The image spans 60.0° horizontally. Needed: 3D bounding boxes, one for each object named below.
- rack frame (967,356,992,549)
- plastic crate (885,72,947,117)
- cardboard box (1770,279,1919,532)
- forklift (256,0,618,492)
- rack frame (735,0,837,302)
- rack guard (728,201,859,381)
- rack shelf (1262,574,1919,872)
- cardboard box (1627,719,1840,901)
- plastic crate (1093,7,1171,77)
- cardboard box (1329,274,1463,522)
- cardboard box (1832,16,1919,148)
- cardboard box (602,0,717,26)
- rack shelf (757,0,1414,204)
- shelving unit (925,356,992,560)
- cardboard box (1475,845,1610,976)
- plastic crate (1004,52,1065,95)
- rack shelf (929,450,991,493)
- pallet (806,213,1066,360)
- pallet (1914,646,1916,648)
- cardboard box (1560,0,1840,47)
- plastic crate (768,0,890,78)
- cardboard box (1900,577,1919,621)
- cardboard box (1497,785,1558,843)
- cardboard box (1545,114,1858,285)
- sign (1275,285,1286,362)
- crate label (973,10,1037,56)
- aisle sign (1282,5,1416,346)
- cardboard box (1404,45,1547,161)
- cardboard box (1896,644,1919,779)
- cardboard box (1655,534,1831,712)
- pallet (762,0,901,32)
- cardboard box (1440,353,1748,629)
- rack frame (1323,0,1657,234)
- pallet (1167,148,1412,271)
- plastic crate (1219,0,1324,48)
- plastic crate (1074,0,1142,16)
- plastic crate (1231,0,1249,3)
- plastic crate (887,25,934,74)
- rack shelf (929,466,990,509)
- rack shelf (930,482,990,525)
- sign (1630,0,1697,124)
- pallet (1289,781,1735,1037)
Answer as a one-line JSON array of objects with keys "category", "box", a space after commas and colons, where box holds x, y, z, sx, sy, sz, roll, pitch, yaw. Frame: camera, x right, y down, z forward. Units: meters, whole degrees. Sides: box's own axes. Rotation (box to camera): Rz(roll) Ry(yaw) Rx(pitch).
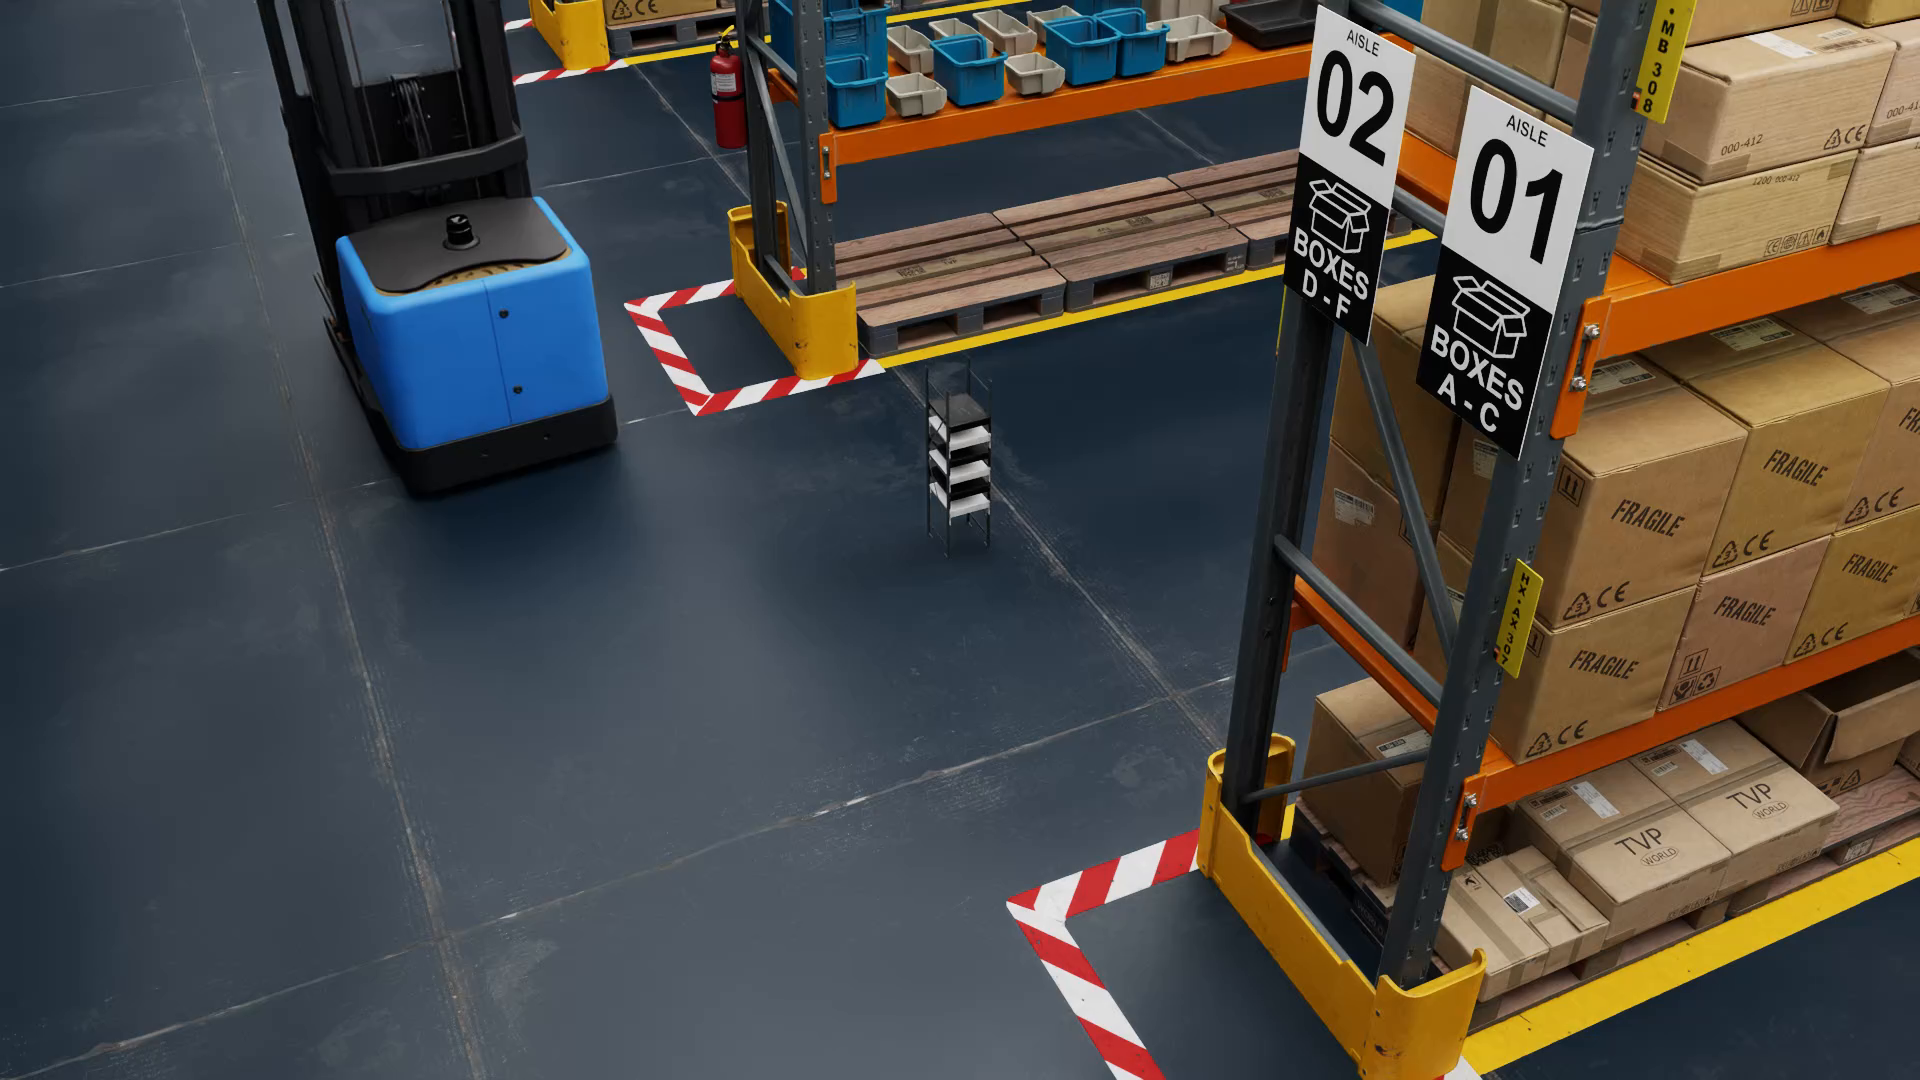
[{"category": "rack frame", "box": [0.085, -0.385, 7.514, 0.006, 0.900, 0.240, -16, 39, -20]}, {"category": "plastic crate", "box": [-0.226, -2.256, 8.444, 0.298, 0.136, 0.250, -16, 39, -20]}, {"category": "cardboard box", "box": [2.625, -0.416, 4.870, 0.500, 0.500, 0.500, -15, 39, -19]}, {"category": "forklift", "box": [-2.854, -2.266, 8.345, 1.130, 2.935, 3.031, -18, 40, -22]}, {"category": "rack frame", "box": [-0.915, -2.416, 8.489, 0.127, 3.000, 1.000, -16, 39, -20]}, {"category": "rack guard", "box": [-0.932, -1.399, 9.216, 0.348, 0.500, 1.175, -16, 39, -20]}, {"category": "rack shelf", "box": [2.996, 0.039, 5.783, 4.000, 0.370, 1.077, -16, 39, -20]}, {"category": "cardboard box", "box": [2.704, 0.946, 5.895, 0.500, 0.250, 0.500, -16, 39, -20]}, {"category": "plastic crate", "box": [0.912, -2.667, 8.918, 0.300, 0.233, 0.416, -16, 39, -20]}, {"category": "cardboard box", "box": [1.472, -0.446, 4.911, 0.500, 0.500, 0.500, -16, 39, -20]}, {"category": "cardboard box", "box": [2.217, -1.201, 4.040, 0.500, 0.250, 0.500, -16, 39, -20]}, {"category": "cardboard box", "box": [-2.474, -4.607, 12.875, 0.875, 0.875, 0.875, -16, 39, -20]}, {"category": "rack shelf", "box": [0.895, -2.633, 9.386, 4.000, 0.370, 1.077, -16, 39, -20]}, {"category": "shelving unit", "box": [-0.007, -0.359, 7.479, 0.210, 0.900, 0.258, -16, 39, -20]}, {"category": "cardboard box", "box": [1.937, 1.234, 5.578, 0.250, 0.166, 0.380, -16, 39, -20]}, {"category": "plastic crate", "box": [0.388, -2.427, 8.676, 0.298, 0.136, 0.250, -16, 39, -20]}, {"category": "rack shelf", "box": [-0.007, -0.333, 7.499, 0.200, 0.077, 0.258, -16, 39, -20]}, {"category": "pallet", "box": [-0.152, -1.484, 9.573, 1.213, 0.211, 1.003, -16, 39, -20]}, {"category": "pallet", "box": [4.185, 0.537, 6.849, 1.213, 0.211, 1.003, -16, 39, -20]}, {"category": "cardboard box", "box": [1.644, -1.529, 3.852, 0.500, 0.500, 0.700, -16, 39, -20]}, {"category": "plastic crate", "box": [-0.692, -2.640, 8.711, 0.499, 0.435, 0.616, -16, 39, -20]}, {"category": "cardboard box", "box": [3.073, -0.138, 5.335, 0.500, 0.500, 0.500, -15, 39, -19]}, {"category": "cardboard box", "box": [1.978, 0.893, 6.037, 0.250, 0.166, 0.380, -16, 39, -20]}, {"category": "cardboard box", "box": [1.759, -0.881, 4.028, 0.500, 0.250, 0.500, -16, 39, -20]}, {"category": "sign", "box": [0.968, -0.640, 4.858, 0.005, 0.325, 0.100, -16, 39, -20]}, {"category": "crate label", "box": [0.256, -2.787, 9.161, 0.243, 0.136, 0.396, -16, 39, -20]}, {"category": "aisle sign", "box": [0.994, -0.936, 4.311, 0.004, 0.787, 0.394, -16, 39, -20]}, {"category": "cardboard box", "box": [1.539, -1.160, 4.405, 0.500, 0.250, 0.500, -16, 39, -20]}, {"category": "cardboard box", "box": [3.733, 0.634, 6.265, 0.500, 0.311, 0.500, -16, 39, -20]}, {"category": "cardboard box", "box": [2.164, 0.113, 4.996, 0.500, 0.500, 0.500, -16, 39, -20]}, {"category": "pallet", "box": [-1.226, -4.518, 13.664, 1.213, 0.211, 1.003, -16, 39, -20]}, {"category": "cardboard box", "box": [1.700, -0.156, 4.518, 0.500, 0.500, 0.500, -14, 39, -19]}, {"category": "rack frame", "box": [1.186, -2.153, 3.099, 0.127, 3.000, 1.000, -16, 39, -20]}, {"category": "pallet", "box": [2.057, -2.101, 10.406, 1.213, 0.211, 1.003, -16, 39, -20]}, {"category": "plastic crate", "box": [1.807, -2.914, 9.341, 0.590, 0.125, 0.437, -16, 39, -20]}, {"category": "plastic crate", "box": [0.835, -3.031, 9.408, 0.300, 0.233, 0.416, -16, 39, -20]}, {"category": "plastic crate", "box": [1.791, -3.387, 9.695, 0.583, 0.464, 0.402, -16, 39, -20]}, {"category": "plastic crate", "box": [-0.254, -2.638, 8.960, 0.243, 0.136, 0.396, -16, 39, -20]}, {"category": "rack shelf", "box": [-0.007, -0.260, 7.553, 0.200, 0.077, 0.258, -16, 39, -20]}, {"category": "rack shelf", "box": [-0.007, -0.188, 7.606, 0.200, 0.077, 0.258, -16, 39, -20]}, {"category": "sign", "box": [1.417, -1.007, 3.338, 0.005, 0.325, 0.100, -16, 39, -20]}, {"category": "pallet", "box": [1.976, 1.155, 6.016, 1.213, 0.211, 1.003, -16, 39, -20]}]
